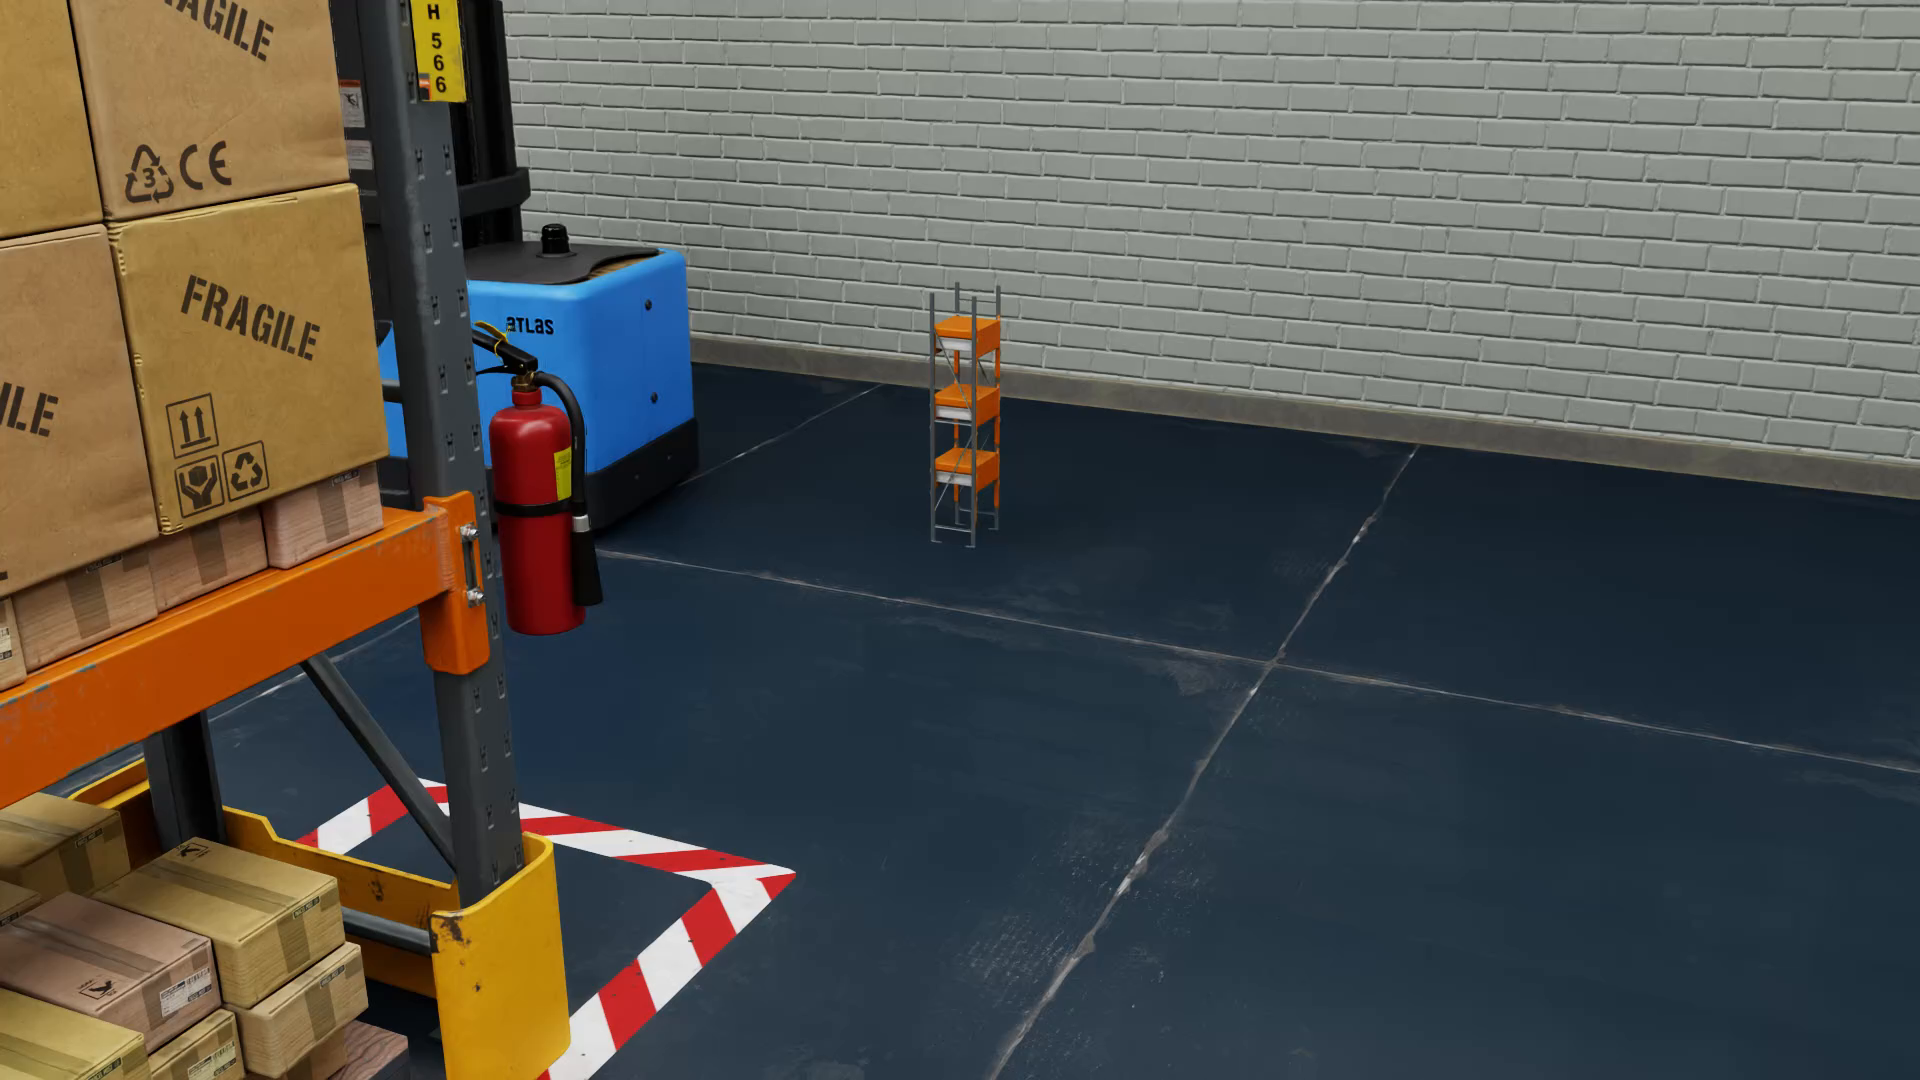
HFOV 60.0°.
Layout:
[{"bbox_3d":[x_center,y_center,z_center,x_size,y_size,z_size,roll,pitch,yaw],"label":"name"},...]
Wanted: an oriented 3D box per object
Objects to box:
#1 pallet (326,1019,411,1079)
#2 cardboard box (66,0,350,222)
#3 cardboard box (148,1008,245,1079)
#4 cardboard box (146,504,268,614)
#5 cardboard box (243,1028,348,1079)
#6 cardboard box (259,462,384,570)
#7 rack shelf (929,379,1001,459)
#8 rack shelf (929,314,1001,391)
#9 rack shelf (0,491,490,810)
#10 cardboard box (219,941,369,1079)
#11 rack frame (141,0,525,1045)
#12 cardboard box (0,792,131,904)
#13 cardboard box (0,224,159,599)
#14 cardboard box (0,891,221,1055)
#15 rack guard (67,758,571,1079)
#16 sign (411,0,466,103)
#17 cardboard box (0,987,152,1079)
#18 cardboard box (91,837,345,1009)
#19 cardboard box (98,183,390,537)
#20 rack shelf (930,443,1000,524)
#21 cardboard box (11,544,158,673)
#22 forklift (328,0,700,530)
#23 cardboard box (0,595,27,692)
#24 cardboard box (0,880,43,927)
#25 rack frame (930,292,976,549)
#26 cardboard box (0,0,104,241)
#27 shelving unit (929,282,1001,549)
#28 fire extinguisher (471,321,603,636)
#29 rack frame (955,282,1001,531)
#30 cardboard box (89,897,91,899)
[{"bbox_3d":[-1.829,1.246,3.151,1.003,0.211,1.213,9,21,23],"label":"pallet"},{"bbox_3d":[-1.393,-0.819,2.711,0.500,0.500,0.500,8,21,22],"label":"cardboard box"},{"bbox_3d":[-1.545,0.943,3.024,0.380,0.149,0.250,8,21,21],"label":"cardboard box"},{"bbox_3d":[-1.445,-0.007,2.888,0.380,0.149,0.250,9,21,23],"label":"cardboard box"},{"bbox_3d":[-1.458,1.000,3.308,0.380,0.149,0.250,9,21,24],"label":"cardboard box"},{"bbox_3d":[-1.308,-0.078,3.087,0.380,0.149,0.250,9,21,23],"label":"cardboard box"},{"bbox_3d":[0.022,-0.501,6.842,0.215,0.259,0.240,9,21,23],"label":"rack shelf"},{"bbox_3d":[0.022,-0.768,6.747,0.215,0.259,0.240,9,21,23],"label":"rack shelf"},{"bbox_3d":[-2.252,0.615,1.835,1.077,0.370,4.000,9,21,23],"label":"rack shelf"},{"bbox_3d":[-1.389,0.871,3.228,0.380,0.149,0.250,8,21,21],"label":"cardboard box"},{"bbox_3d":[-1.433,-0.335,3.434,1.000,3.000,0.127,9,21,23],"label":"rack frame"},{"bbox_3d":[-1.957,0.644,3.422,0.380,0.149,0.250,8,21,20],"label":"cardboard box"},{"bbox_3d":[-1.598,-0.193,2.441,0.500,0.500,0.500,8,21,22],"label":"cardboard box"},{"bbox_3d":[-1.574,0.796,2.995,0.380,0.149,0.250,9,21,24],"label":"cardboard box"},{"bbox_3d":[-1.464,0.866,3.788,1.175,0.500,0.348,9,21,23],"label":"rack guard"},{"bbox_3d":[-0.935,-0.947,2.956,0.100,0.325,0.005,9,21,23],"label":"sign"},{"bbox_3d":[-1.564,0.892,2.723,0.380,0.149,0.250,8,21,21],"label":"cardboard box"},{"bbox_3d":[-1.418,0.727,3.189,0.380,0.149,0.250,9,21,23],"label":"cardboard box"},{"bbox_3d":[-1.382,-0.350,2.882,0.500,0.500,0.500,9,21,24],"label":"cardboard box"},{"bbox_3d":[0.022,-0.239,6.936,0.215,0.259,0.240,9,21,23],"label":"rack shelf"},{"bbox_3d":[-1.533,0.071,2.666,0.380,0.149,0.250,8,21,22],"label":"cardboard box"},{"bbox_3d":[-2.781,-1.663,7.270,3.031,2.935,1.130,6,20,17],"label":"forklift"},{"bbox_3d":[-1.617,0.153,2.438,0.380,0.149,0.250,9,22,24],"label":"cardboard box"},{"bbox_3d":[-1.960,0.744,3.139,0.380,0.149,0.250,9,21,24],"label":"cardboard box"},{"bbox_3d":[-0.028,-0.474,6.734,0.200,1.050,0.008,9,21,23],"label":"rack frame"},{"bbox_3d":[-1.601,-0.664,2.275,0.500,0.500,0.500,8,21,21],"label":"cardboard box"},{"bbox_3d":[0.022,-0.511,6.839,0.215,1.050,0.252,9,21,23],"label":"shelving unit"},{"bbox_3d":[-0.909,-0.136,3.548,0.296,0.674,0.183,9,21,23],"label":"fire extinguisher"},{"bbox_3d":[0.072,-0.548,6.944,0.200,1.050,0.008,9,21,23],"label":"rack frame"},{"bbox_3d":[-1.882,0.795,3.440,0.380,0.149,0.250,10,22,25],"label":"cardboard box"}]
